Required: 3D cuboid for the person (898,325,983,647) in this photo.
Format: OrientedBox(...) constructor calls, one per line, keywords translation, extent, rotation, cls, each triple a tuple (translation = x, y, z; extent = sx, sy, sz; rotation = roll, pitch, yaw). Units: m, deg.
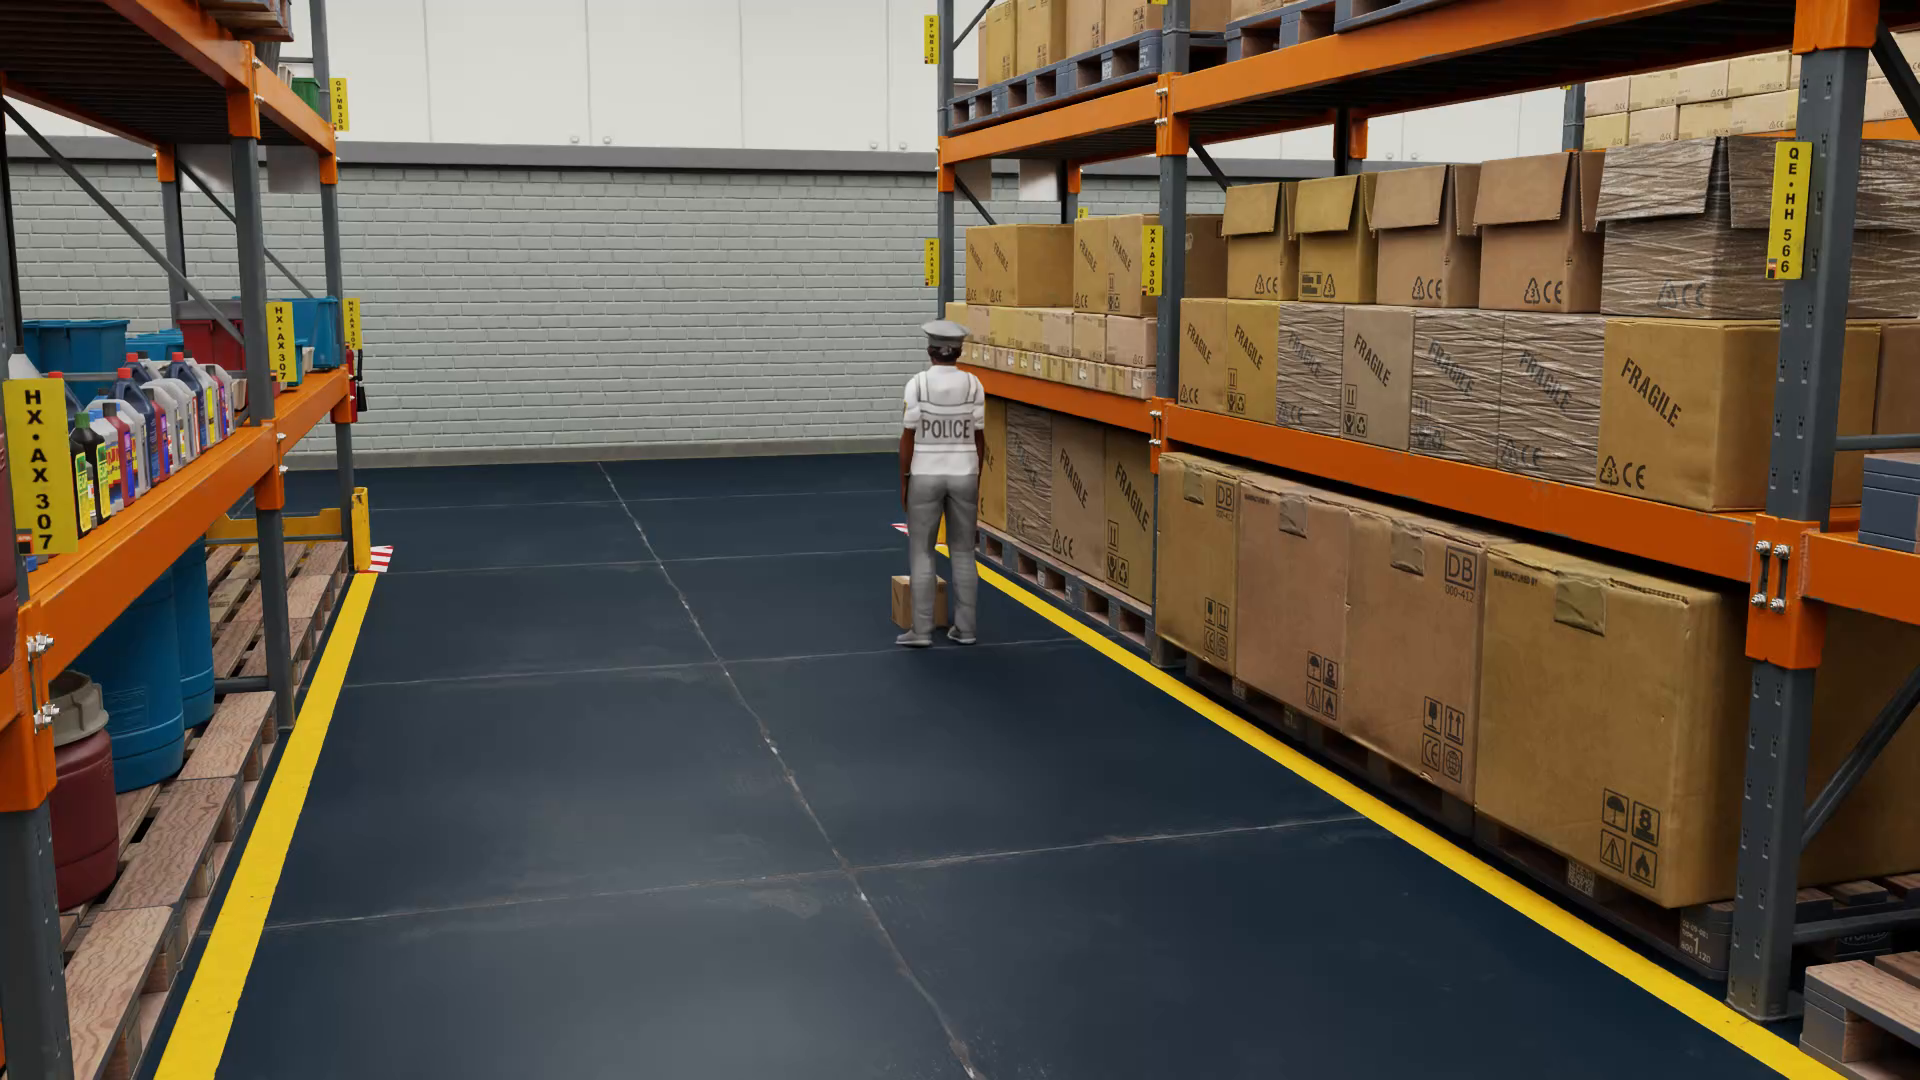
OrientedBox(translation=(-0.108, -0.274, 8.575), extent=(0.439, 1.659, 0.340), rotation=(-2, 10, -15), cls="person")
